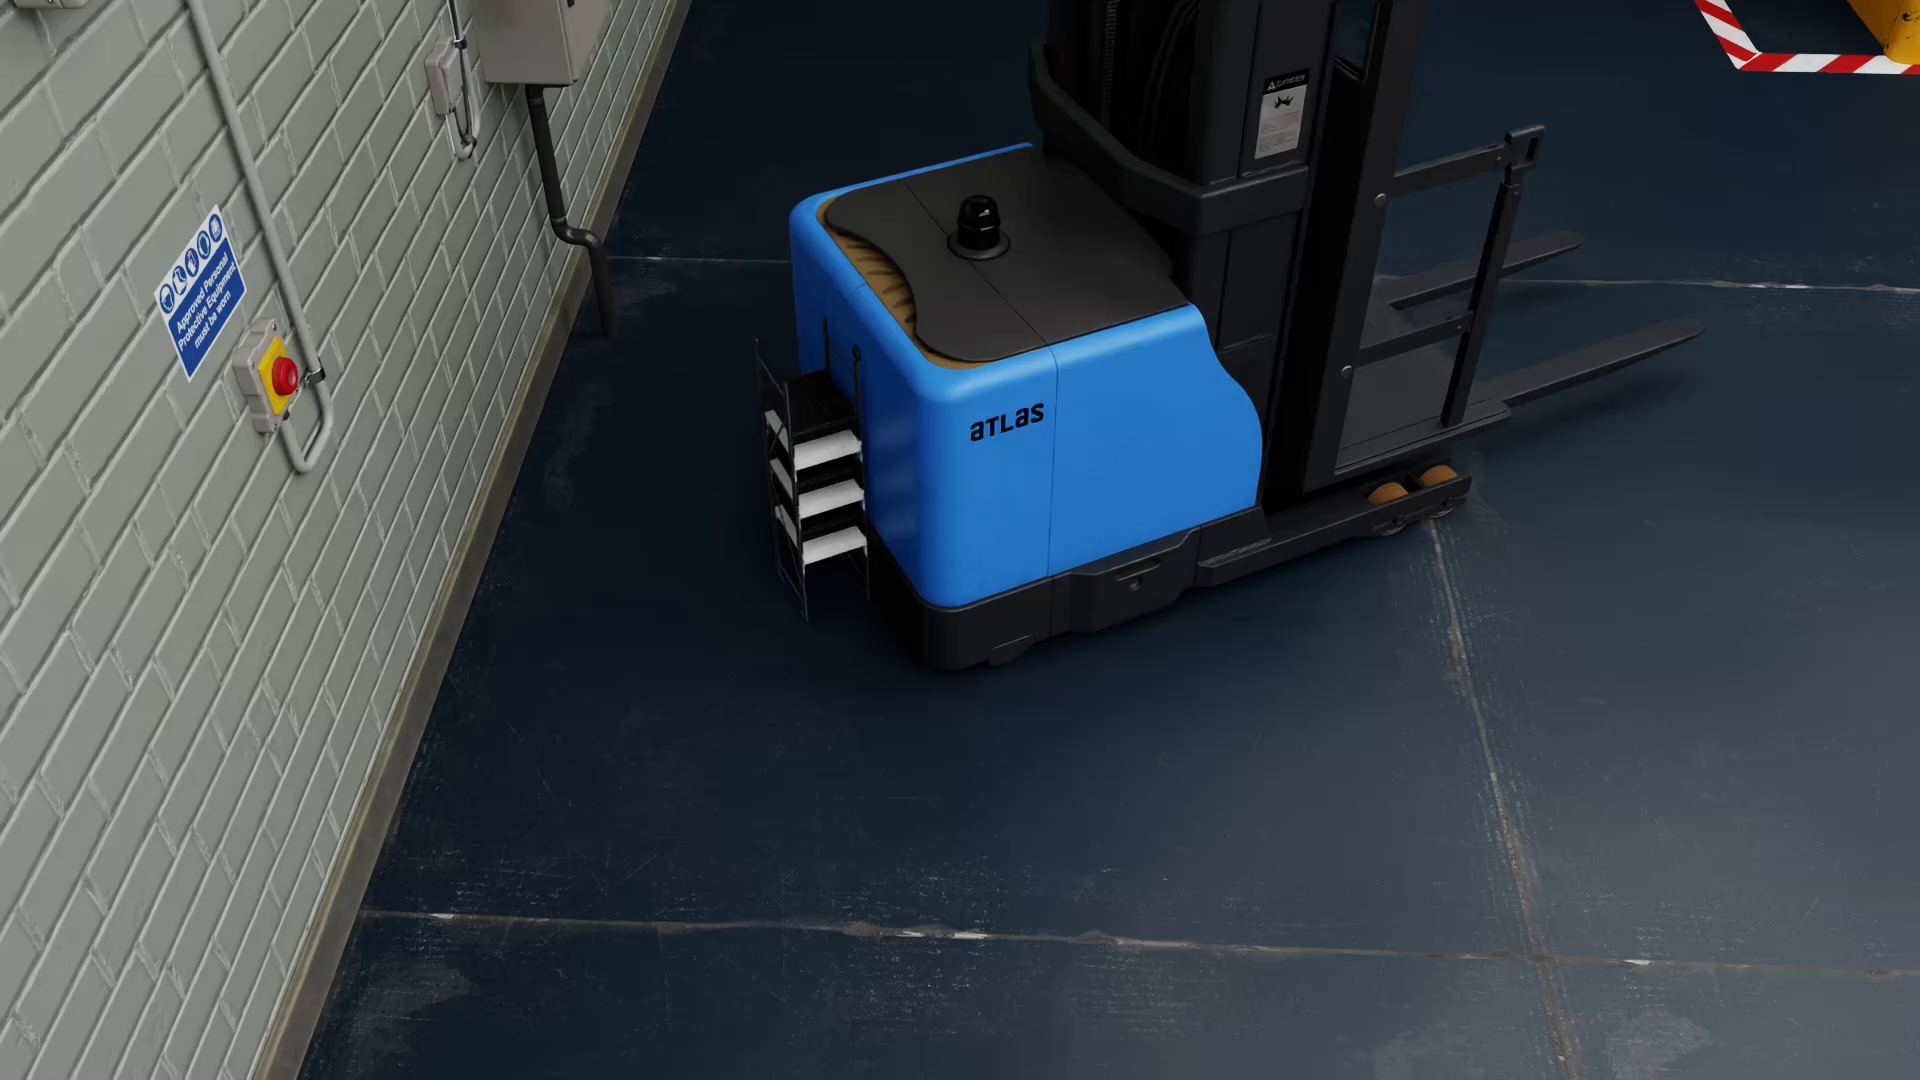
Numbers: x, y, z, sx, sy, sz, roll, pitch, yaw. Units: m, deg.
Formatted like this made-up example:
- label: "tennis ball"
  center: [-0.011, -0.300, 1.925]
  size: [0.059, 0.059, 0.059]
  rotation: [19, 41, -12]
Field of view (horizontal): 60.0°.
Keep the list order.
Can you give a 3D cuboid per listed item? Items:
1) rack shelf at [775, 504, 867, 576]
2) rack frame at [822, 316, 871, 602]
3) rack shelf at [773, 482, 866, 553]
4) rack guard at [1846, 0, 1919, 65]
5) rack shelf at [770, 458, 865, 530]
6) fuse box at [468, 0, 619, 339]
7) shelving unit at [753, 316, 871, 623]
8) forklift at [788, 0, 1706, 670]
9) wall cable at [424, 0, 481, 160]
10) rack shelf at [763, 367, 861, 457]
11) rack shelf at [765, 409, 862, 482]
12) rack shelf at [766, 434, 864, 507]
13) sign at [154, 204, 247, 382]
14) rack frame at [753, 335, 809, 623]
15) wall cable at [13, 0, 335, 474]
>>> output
- label: "rack shelf"
  center: [-0.418, -0.029, 4.934]
  size: [0.200, 0.077, 0.258]
  rotation: [-18, 46, -19]
- label: "rack frame"
  center: [-0.326, -0.215, 4.821]
  size: [0.006, 0.900, 0.240]
  rotation: [-18, 46, -19]
- label: "rack shelf"
  center: [-0.418, -0.095, 4.873]
  size: [0.200, 0.077, 0.258]
  rotation: [-18, 46, -19]
- label: "rack guard"
  center: [4.448, -2.744, 7.829]
  size: [0.348, 0.500, 1.175]
  rotation: [2, 43, 2]
- label: "rack shelf"
  center: [-0.418, -0.161, 4.811]
  size: [0.200, 0.077, 0.258]
  rotation: [-18, 46, -19]
- label: "fuse box"
  center: [-1.242, -1.393, 5.490]
  size: [0.414, 1.711, 0.539]
  rotation: [2, 43, 2]
- label: "shelving unit"
  center: [-0.418, -0.185, 4.789]
  size: [0.210, 0.900, 0.258]
  rotation: [-18, 46, -19]
- label: "forklift"
  center: [1.055, -1.394, 4.597]
  size: [3.031, 2.935, 1.130]
  rotation: [-18, 46, -19]
- label: "wall cable"
  center: [-1.430, -1.776, 4.211]
  size: [0.122, 1.984, 0.588]
  rotation: [2, 43, 2]
- label: "rack shelf"
  center: [-0.418, -0.358, 4.627]
  size: [0.200, 0.077, 0.258]
  rotation: [-18, 46, -19]
- label: "rack shelf"
  center: [-0.418, -0.293, 4.689]
  size: [0.200, 0.077, 0.258]
  rotation: [-18, 46, -19]
- label: "rack shelf"
  center: [-0.418, -0.227, 4.750]
  size: [0.200, 0.077, 0.258]
  rotation: [-18, 46, -19]
- label: "sign"
  center: [-1.545, -0.506, 3.395]
  size: [0.001, 0.218, 0.327]
  rotation: [2, 43, 2]
- label: "rack frame"
  center: [-0.509, -0.155, 4.756]
  size: [0.006, 0.900, 0.240]
  rotation: [-18, 46, -19]
- label: "wall cable"
  center: [-1.482, -0.822, 3.163]
  size: [0.123, 1.953, 0.585]
  rotation: [2, 43, 2]
